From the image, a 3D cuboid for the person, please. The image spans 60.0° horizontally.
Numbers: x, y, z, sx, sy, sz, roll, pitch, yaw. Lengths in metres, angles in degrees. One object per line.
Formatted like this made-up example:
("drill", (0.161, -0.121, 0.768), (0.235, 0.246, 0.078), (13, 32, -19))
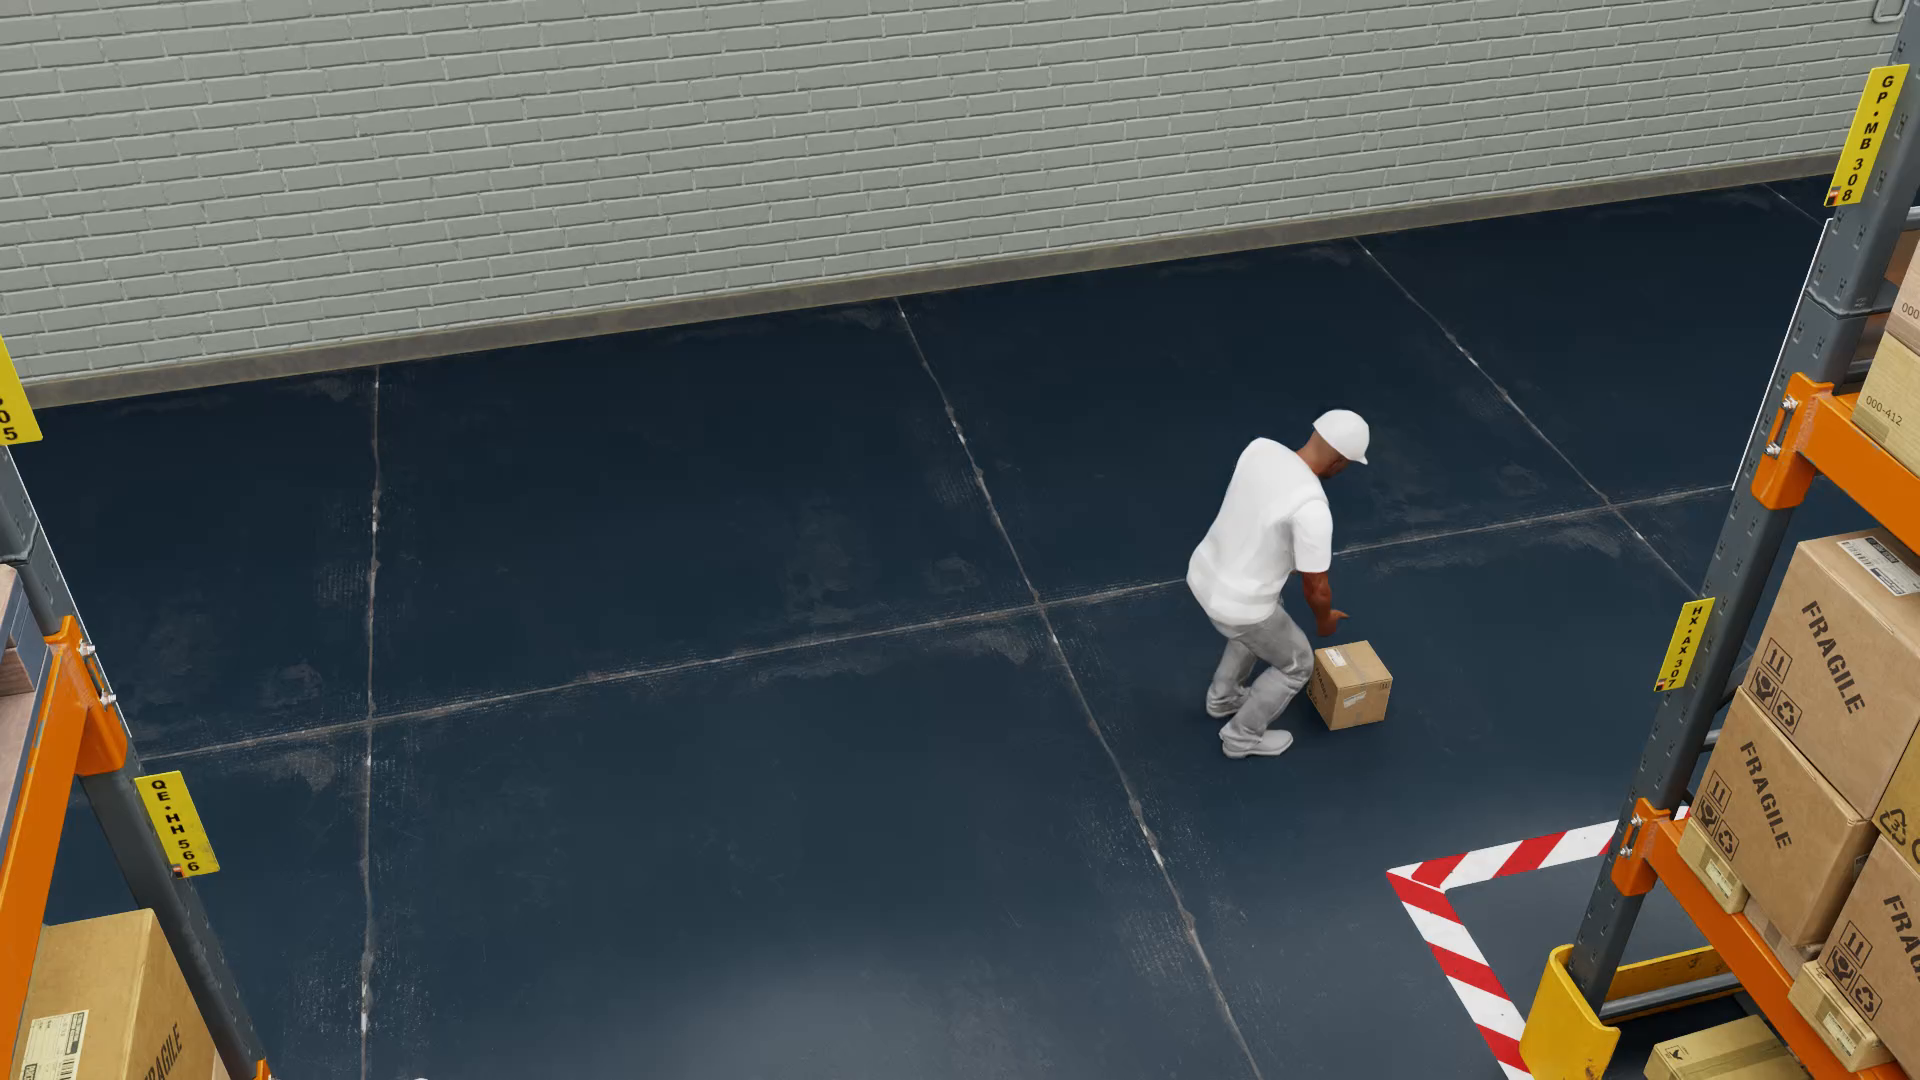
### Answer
("person", (1.241, 0.161, 6.671), (0.666, 1.543, 0.625), (-9, 39, -11))
